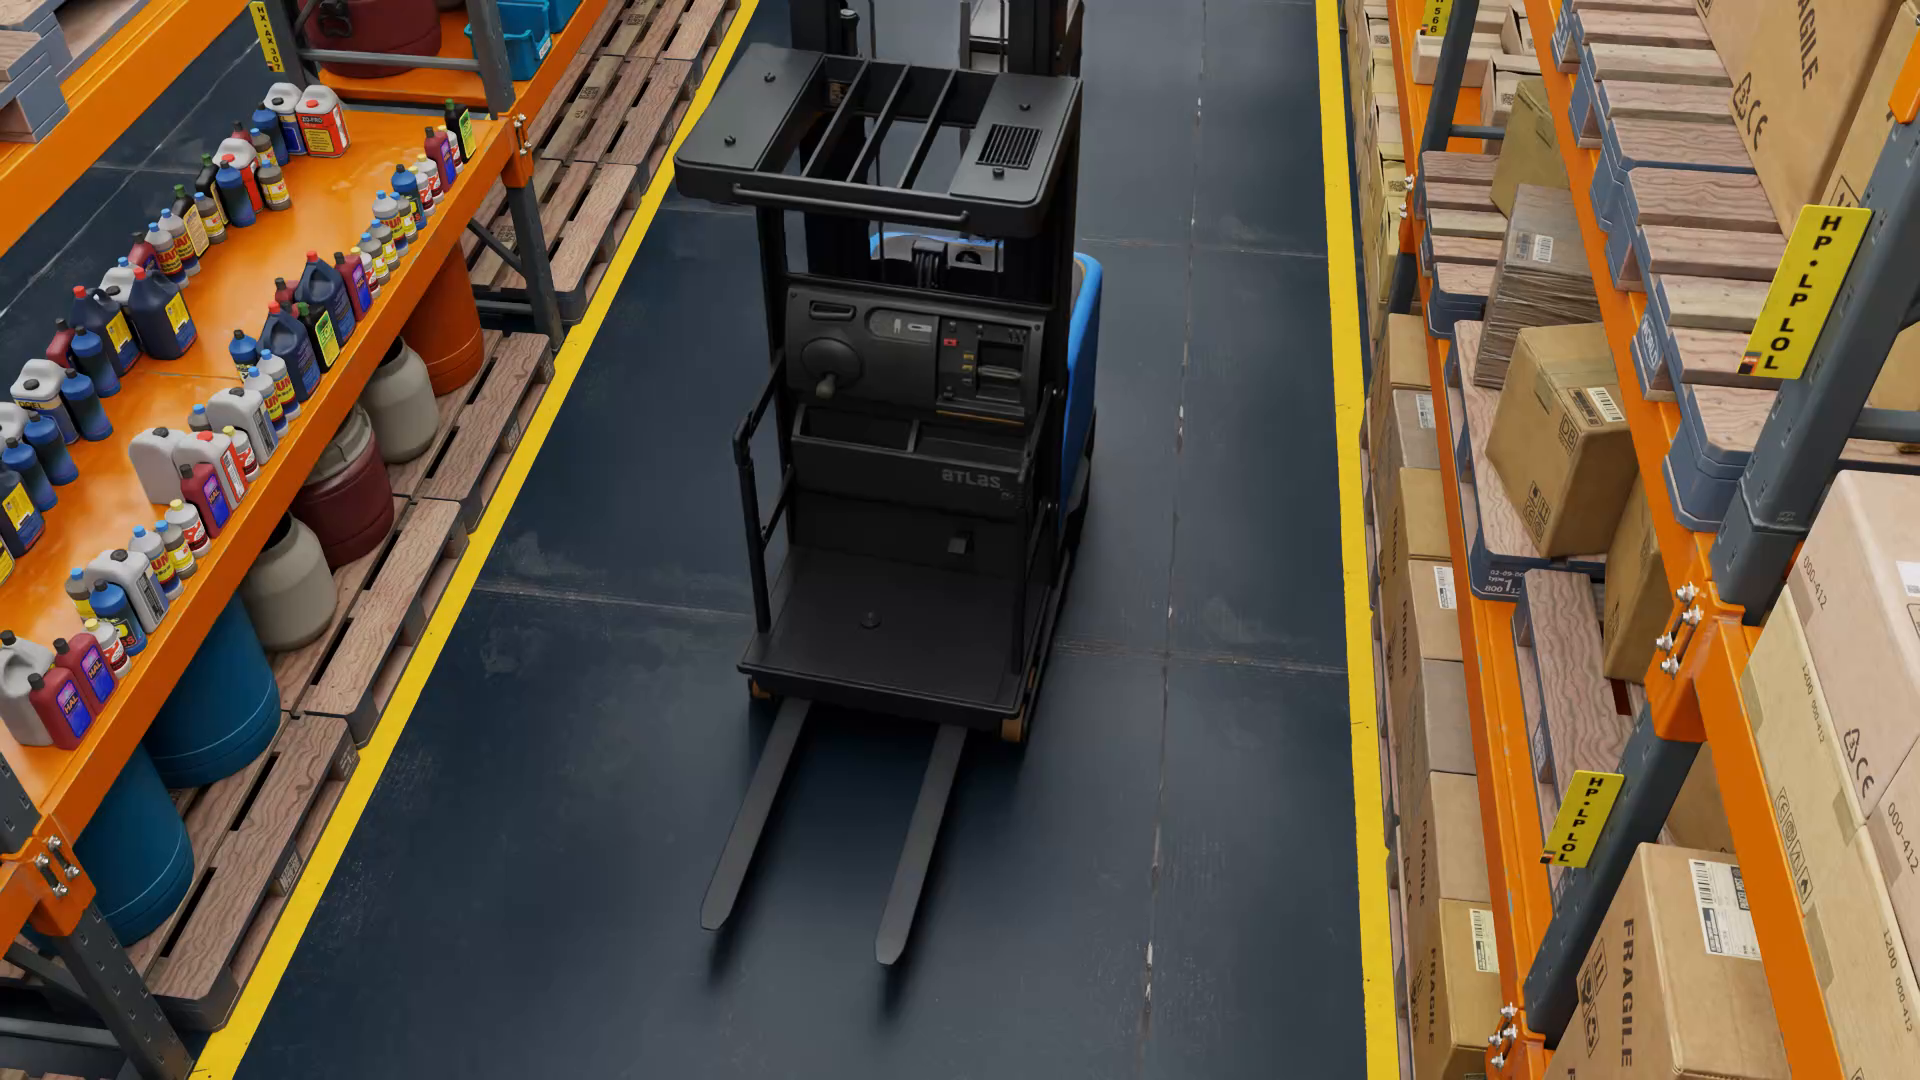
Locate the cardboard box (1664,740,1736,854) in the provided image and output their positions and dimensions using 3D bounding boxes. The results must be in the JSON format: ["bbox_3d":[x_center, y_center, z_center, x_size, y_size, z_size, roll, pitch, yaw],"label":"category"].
[{"bbox_3d":[2.180,0.585,4.094,0.700,0.500,0.500,-8,44,-9],"label":"cardboard box"}]

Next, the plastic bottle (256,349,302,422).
[{"bbox_3d":[-2.366,-0.542,5.757,0.097,0.271,0.097,0,43,0],"label":"plastic bottle"}]

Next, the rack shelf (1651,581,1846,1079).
[{"bbox_3d":[1.632,1.612,1.730,1.077,0.370,4.000,5,44,6],"label":"rack shelf"}]

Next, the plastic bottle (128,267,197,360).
[{"bbox_3d":[-2.902,-0.843,6.017,0.144,0.351,0.185,5,44,6],"label":"plastic bottle"}]

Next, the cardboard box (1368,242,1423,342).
[{"bbox_3d":[2.253,-1.184,8.036,0.500,0.250,0.500,6,44,7],"label":"cardboard box"}]

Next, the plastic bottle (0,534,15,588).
[{"bbox_3d":[-3.073,-0.001,5.128,0.144,0.351,0.185,5,44,6],"label":"plastic bottle"}]

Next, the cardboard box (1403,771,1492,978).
[{"bbox_3d":[1.751,1.126,5.399,0.500,0.500,0.500,5,44,6],"label":"cardboard box"}]

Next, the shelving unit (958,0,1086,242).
[{"bbox_3d":[0.254,-1.449,7.275,0.431,2.100,0.503,9,44,9],"label":"shelving unit"}]

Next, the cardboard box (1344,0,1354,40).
[{"bbox_3d":[2.655,-3.277,10.246,0.500,0.250,0.500,4,44,5],"label":"cardboard box"}]

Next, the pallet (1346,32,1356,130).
[{"bbox_3d":[2.895,-2.857,10.136,1.003,0.211,1.213,5,44,6],"label":"pallet"}]

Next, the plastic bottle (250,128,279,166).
[{"bbox_3d":[-2.917,-1.622,6.948,0.097,0.201,0.097,0,43,0],"label":"plastic bottle"}]

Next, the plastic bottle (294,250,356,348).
[{"bbox_3d":[-2.329,-0.886,6.062,0.144,0.351,0.185,5,44,6],"label":"plastic bottle"}]

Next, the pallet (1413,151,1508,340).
[{"bbox_3d":[2.405,-1.111,6.404,1.213,0.211,1.003,5,44,6],"label":"pallet"}]

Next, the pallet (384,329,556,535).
[{"bbox_3d":[-2.547,-0.549,7.698,1.003,0.211,1.213,5,44,6],"label":"pallet"}]

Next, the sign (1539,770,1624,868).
[{"bbox_3d":[1.345,0.608,3.606,0.100,0.325,0.005,5,44,6],"label":"sign"}]

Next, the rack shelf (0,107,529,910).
[{"bbox_3d":[-2.749,-0.478,6.119,1.077,0.370,4.000,5,44,6],"label":"rack shelf"}]

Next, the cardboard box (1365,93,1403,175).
[{"bbox_3d":[2.382,-2.085,8.579,0.500,0.311,0.500,5,44,5],"label":"cardboard box"}]

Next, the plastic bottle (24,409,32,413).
[{"bbox_3d":[-3.161,-0.368,5.624,0.097,0.201,0.097,0,43,0],"label":"plastic bottle"}]

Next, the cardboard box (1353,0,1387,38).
[{"bbox_3d":[2.581,-3.134,9.686,0.500,0.311,0.500,5,44,5],"label":"cardboard box"}]

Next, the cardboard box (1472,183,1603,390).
[{"bbox_3d":[2.143,-0.793,5.550,0.700,0.500,0.500,13,45,13],"label":"cardboard box"}]

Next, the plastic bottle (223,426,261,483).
[{"bbox_3d":[-2.410,-0.292,5.544,0.097,0.201,0.097,0,43,0],"label":"plastic bottle"}]

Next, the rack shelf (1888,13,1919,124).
[{"bbox_3d":[2.161,-2.058,3.715,1.077,0.370,4.000,5,44,6],"label":"rack shelf"}]

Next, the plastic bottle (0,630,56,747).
[{"bbox_3d":[-2.640,0.404,4.700,0.144,0.351,0.185,5,44,6],"label":"plastic bottle"}]

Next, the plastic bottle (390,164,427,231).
[{"bbox_3d":[-2.205,-1.374,6.635,0.097,0.271,0.097,0,43,0],"label":"plastic bottle"}]

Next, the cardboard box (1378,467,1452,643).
[{"bbox_3d":[1.947,0.081,6.503,0.500,0.500,0.500,5,44,5],"label":"cardboard box"}]

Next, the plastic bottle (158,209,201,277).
[{"bbox_3d":[-3.014,-1.150,6.399,0.097,0.271,0.097,0,43,0],"label":"plastic bottle"}]

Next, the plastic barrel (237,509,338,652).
[{"bbox_3d":[-2.668,0.146,6.440,0.421,0.512,0.421,0,43,0],"label":"plastic barrel"}]

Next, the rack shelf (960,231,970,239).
[{"bbox_3d":[0.254,-1.439,7.285,0.431,0.518,0.480,9,44,9],"label":"rack shelf"}]

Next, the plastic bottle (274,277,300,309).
[{"bbox_3d":[-2.434,-0.854,6.077,0.061,0.283,0.133,5,44,6],"label":"plastic bottle"}]

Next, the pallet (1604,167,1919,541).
[{"bbox_3d":[2.052,-0.382,3.449,1.213,0.211,1.003,5,44,6],"label":"pallet"}]

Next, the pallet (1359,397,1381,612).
[{"bbox_3d":[2.289,-0.131,7.258,1.003,0.211,1.213,5,44,6],"label":"pallet"}]

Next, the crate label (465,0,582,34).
[{"bbox_3d":[-2.085,-2.768,7.988,0.502,0.435,0.616,5,44,6],"label":"crate label"}]

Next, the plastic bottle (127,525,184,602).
[{"bbox_3d":[-2.484,0.064,5.117,0.097,0.271,0.097,0,43,0],"label":"plastic bottle"}]

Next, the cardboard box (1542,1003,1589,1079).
[{"bbox_3d":[1.559,1.363,3.578,0.500,0.500,0.500,6,44,7],"label":"cardboard box"}]

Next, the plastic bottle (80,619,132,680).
[{"bbox_3d":[-2.527,0.314,4.904,0.097,0.201,0.097,0,43,0],"label":"plastic bottle"}]

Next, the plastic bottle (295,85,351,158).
[{"bbox_3d":[-2.711,-1.778,7.058,0.152,0.276,0.135,5,44,6],"label":"plastic bottle"}]

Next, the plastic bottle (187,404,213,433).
[{"bbox_3d":[-2.547,-0.373,5.629,0.097,0.201,0.097,0,43,0],"label":"plastic bottle"}]

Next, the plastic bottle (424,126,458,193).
[{"bbox_3d":[-2.146,-1.588,6.853,0.061,0.283,0.133,5,44,6],"label":"plastic bottle"}]

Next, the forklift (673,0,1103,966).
[{"bbox_3d":[-0.212,-0.568,5.741,1.130,2.935,3.031,9,44,9],"label":"forklift"}]

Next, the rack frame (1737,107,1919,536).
[{"bbox_3d":[1.896,-1.102,1.891,1.000,3.000,0.127,5,44,6],"label":"rack frame"}]

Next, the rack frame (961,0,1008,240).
[{"bbox_3d":[0.200,-1.285,7.102,0.400,2.100,0.015,9,44,9],"label":"rack frame"}]

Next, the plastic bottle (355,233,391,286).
[{"bbox_3d":[-2.256,-1.083,6.379,0.097,0.201,0.097,0,43,0],"label":"plastic bottle"}]

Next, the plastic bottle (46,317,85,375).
[{"bbox_3d":[-3.133,-0.636,5.847,0.061,0.283,0.133,5,44,6],"label":"plastic bottle"}]

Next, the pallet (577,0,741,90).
[{"bbox_3d":[-2.021,-3.277,10.580,1.003,0.211,1.213,5,44,6],"label":"pallet"}]

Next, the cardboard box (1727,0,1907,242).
[{"bbox_3d":[2.102,-1.032,3.548,0.600,0.600,0.600,5,44,5],"label":"cardboard box"}]

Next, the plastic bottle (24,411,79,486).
[{"bbox_3d":[-3.023,-0.313,5.515,0.097,0.271,0.097,0,43,0],"label":"plastic bottle"}]

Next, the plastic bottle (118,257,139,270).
[{"bbox_3d":[-3.057,-0.926,6.162,0.097,0.271,0.097,0,43,0],"label":"plastic bottle"}]

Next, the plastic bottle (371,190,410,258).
[{"bbox_3d":[-2.230,-1.241,6.495,0.097,0.271,0.097,0,43,0],"label":"plastic bottle"}]

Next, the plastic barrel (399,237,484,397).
[{"bbox_3d":[-2.532,-1.132,7.559,0.600,0.830,0.708,5,44,6],"label":"plastic barrel"}]

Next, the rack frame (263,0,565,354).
[{"bbox_3d":[-2.484,-2.102,7.311,1.000,3.000,0.127,5,44,6],"label":"rack frame"}]

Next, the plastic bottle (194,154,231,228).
[{"bbox_3d":[-2.986,-1.392,6.645,0.061,0.283,0.133,5,44,6],"label":"plastic bottle"}]

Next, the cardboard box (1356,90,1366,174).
[{"bbox_3d":[2.452,-2.229,9.139,0.500,0.250,0.500,6,44,6],"label":"cardboard box"}]

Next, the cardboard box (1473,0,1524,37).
[{"bbox_3d":[2.538,-2.432,7.842,0.380,0.149,0.250,8,44,9],"label":"cardboard box"}]

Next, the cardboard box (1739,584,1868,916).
[{"bbox_3d":[1.587,0.351,2.647,0.500,0.250,0.500,5,44,6],"label":"cardboard box"}]
